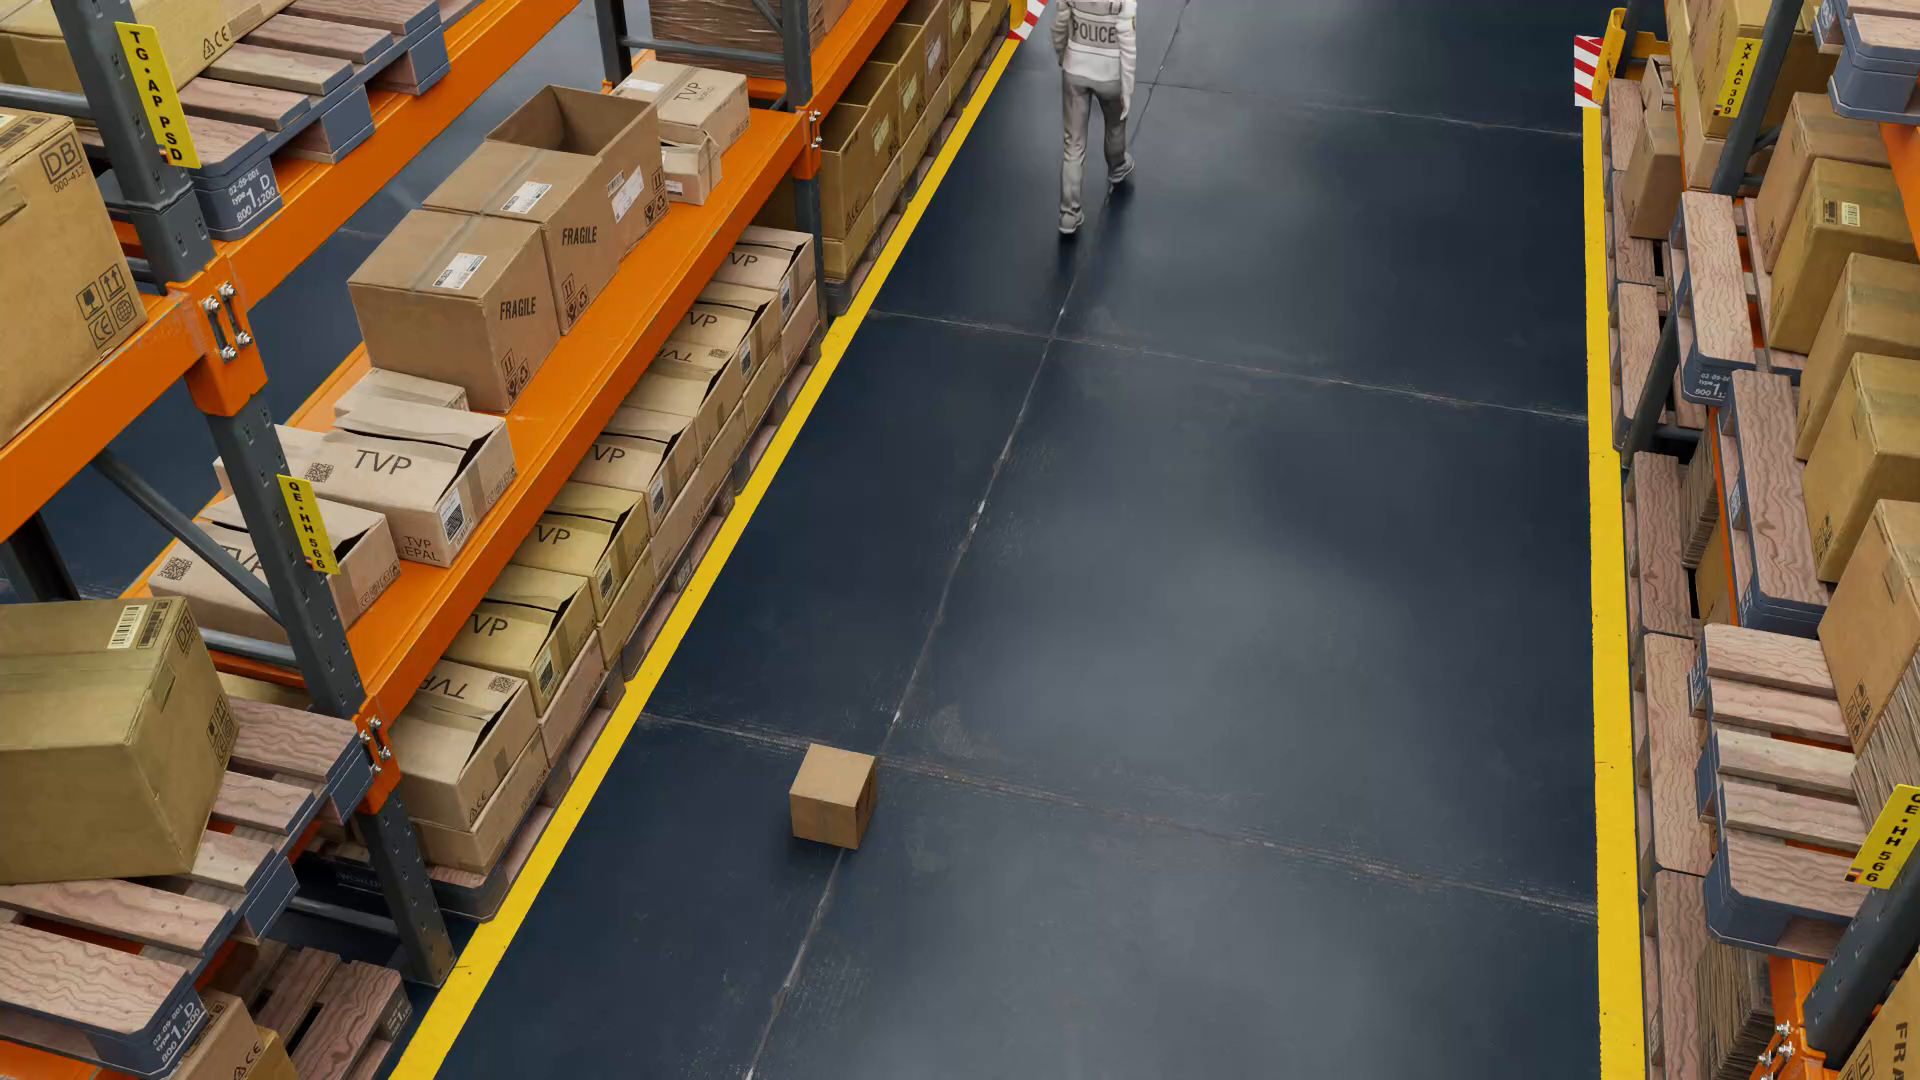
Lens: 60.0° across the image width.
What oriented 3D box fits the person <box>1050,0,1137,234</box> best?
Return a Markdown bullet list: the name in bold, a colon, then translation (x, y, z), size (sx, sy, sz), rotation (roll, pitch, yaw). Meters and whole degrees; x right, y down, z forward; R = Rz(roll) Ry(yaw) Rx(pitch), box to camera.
- **person**: translation (0.736, -2.589, 9.068), size (0.505, 1.630, 0.978), rotation (10, 42, 11)
